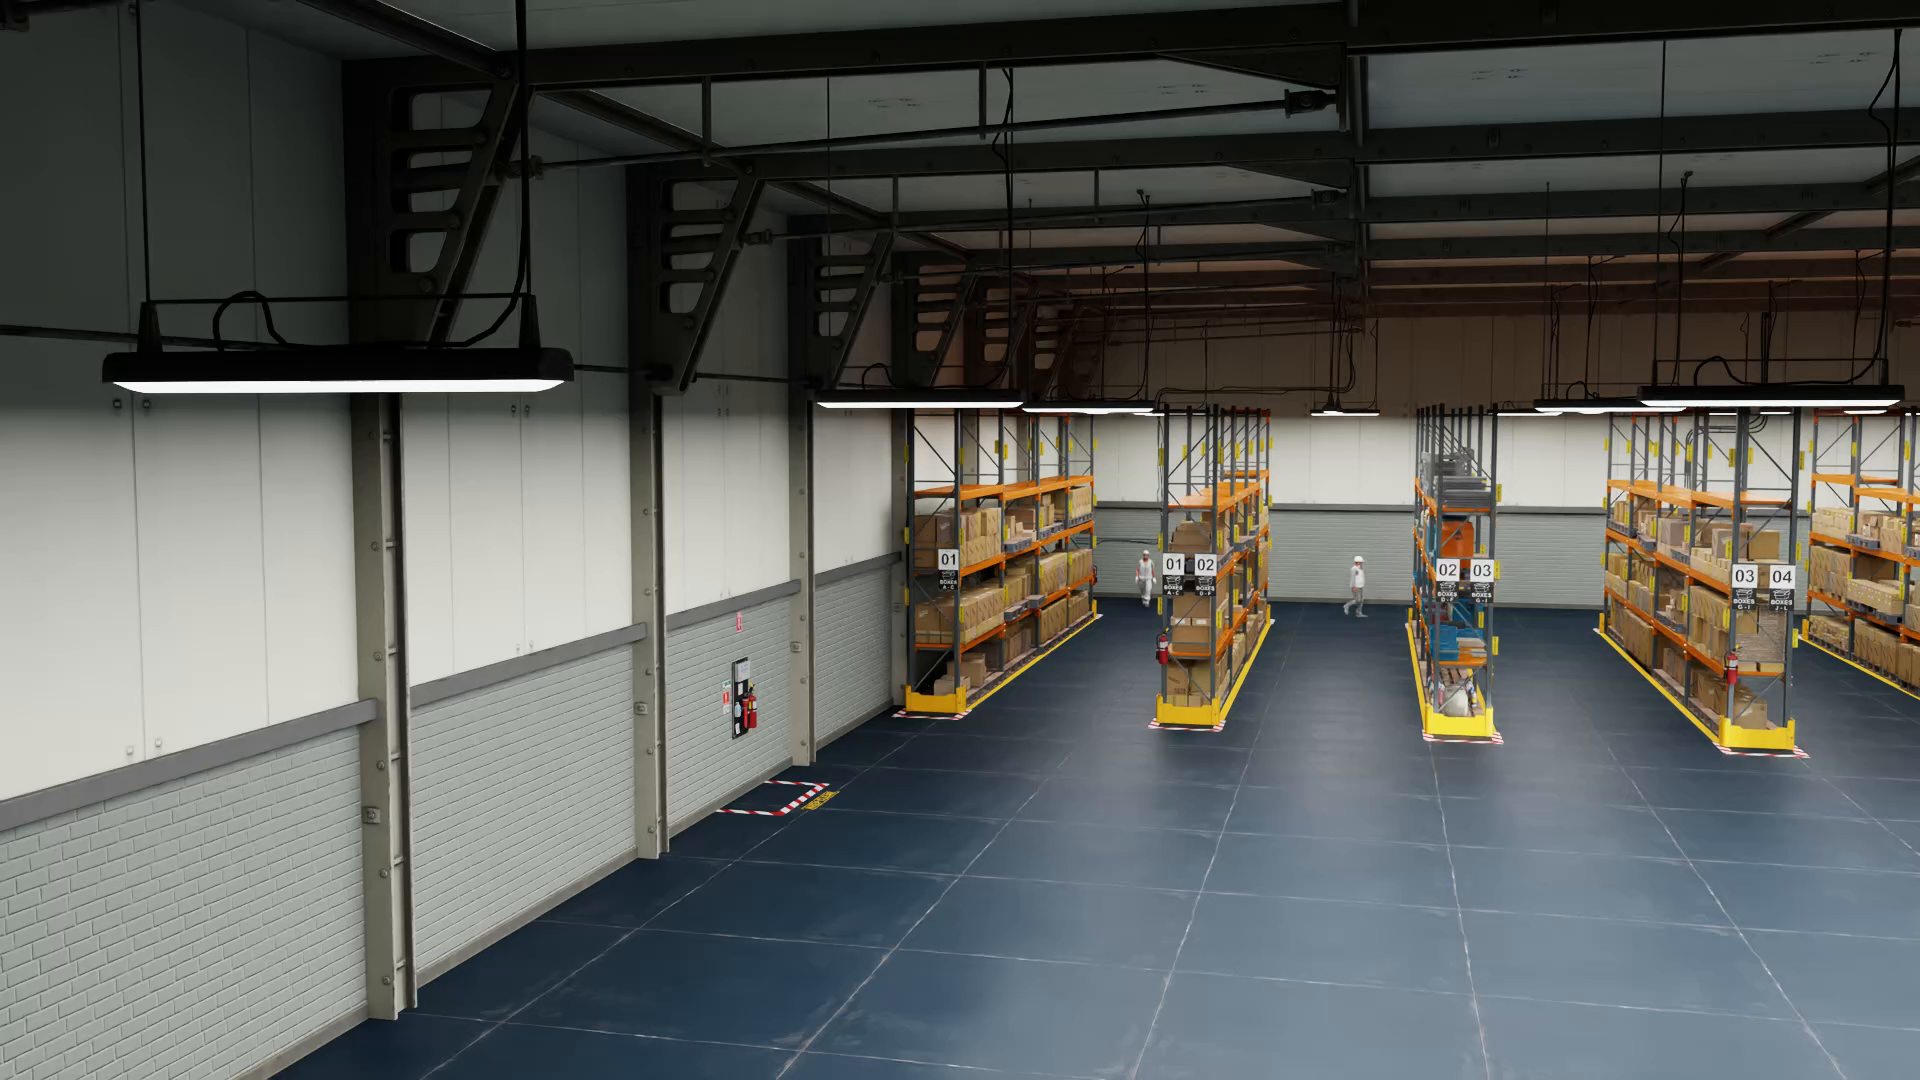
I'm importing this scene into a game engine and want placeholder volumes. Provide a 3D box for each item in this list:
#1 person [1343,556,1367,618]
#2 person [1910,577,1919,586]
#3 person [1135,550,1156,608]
[{"bbox_3d":[11.381,1.347,47.828,0.619,1.766,0.577,3,5,35],"label":"person"},{"bbox_3d":[24.293,1.797,42.396,0.523,1.682,0.402,-2,5,-27],"label":"person"},{"bbox_3d":[5.615,1.177,50.375,0.615,1.731,1.098,1,4,10],"label":"person"}]
